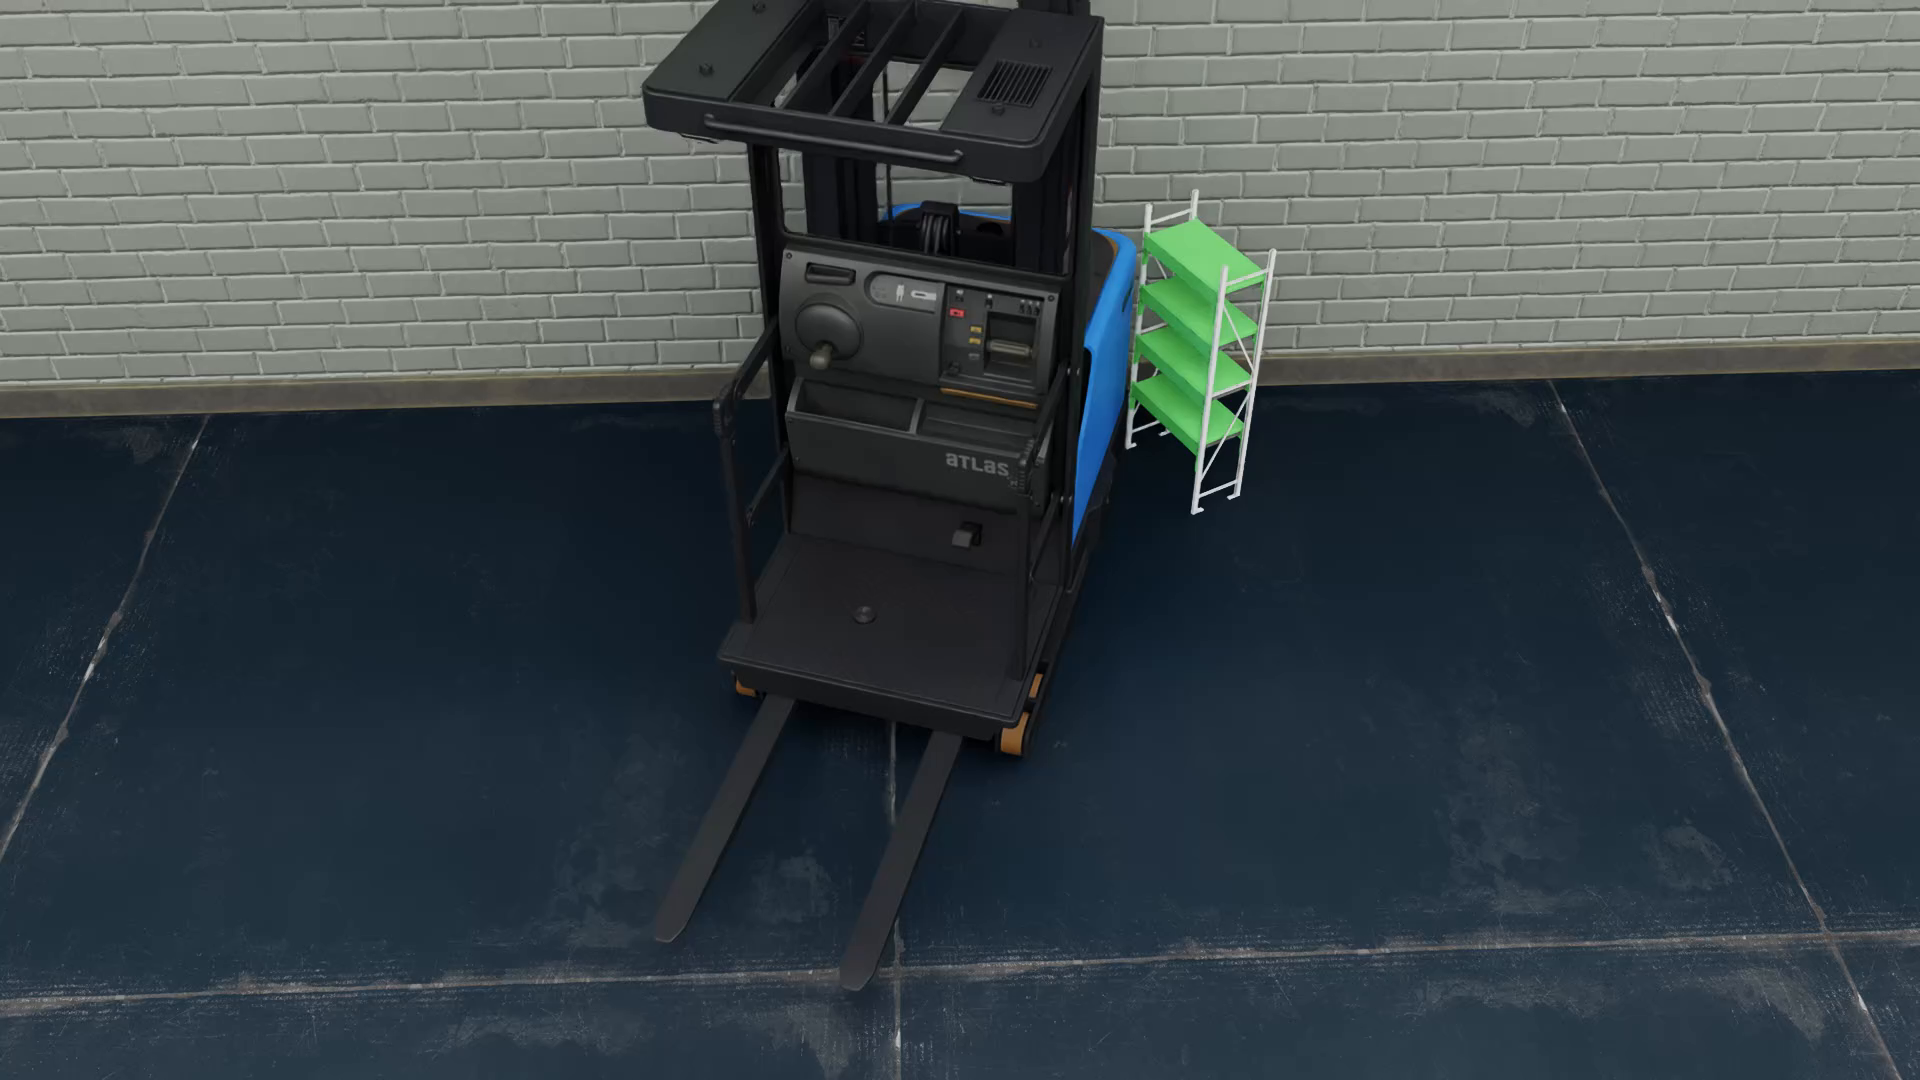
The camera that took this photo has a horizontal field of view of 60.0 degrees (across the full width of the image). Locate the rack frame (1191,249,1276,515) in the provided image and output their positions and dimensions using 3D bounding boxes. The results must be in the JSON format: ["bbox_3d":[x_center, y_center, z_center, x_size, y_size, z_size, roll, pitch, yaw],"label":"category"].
[{"bbox_3d":[1.061,-0.591,6.507,0.240,1.200,0.015,-21,47,-21],"label":"rack frame"}]

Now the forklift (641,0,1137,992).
[{"bbox_3d":[-0.200,-0.616,5.253,1.130,2.935,3.031,11,44,12],"label":"forklift"}]

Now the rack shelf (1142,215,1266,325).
[{"bbox_3d":[0.940,-1.041,6.382,0.258,0.148,0.480,-21,47,-21],"label":"rack shelf"}]

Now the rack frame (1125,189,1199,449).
[{"bbox_3d":[0.819,-0.878,6.820,0.240,1.200,0.015,-21,47,-21],"label":"rack frame"}]

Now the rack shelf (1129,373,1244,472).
[{"bbox_3d":[0.940,-0.510,6.869,0.258,0.148,0.480,-21,47,-21],"label":"rack shelf"}]

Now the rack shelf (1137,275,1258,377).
[{"bbox_3d":[0.940,-0.864,6.544,0.258,0.148,0.480,-21,47,-21],"label":"rack shelf"}]

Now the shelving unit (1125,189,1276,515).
[{"bbox_3d":[0.940,-0.734,6.663,0.258,1.200,0.503,-21,47,-21],"label":"shelving unit"}]

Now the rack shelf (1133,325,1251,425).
[{"bbox_3d":[0.940,-0.687,6.706,0.258,0.148,0.480,-21,47,-21],"label":"rack shelf"}]
